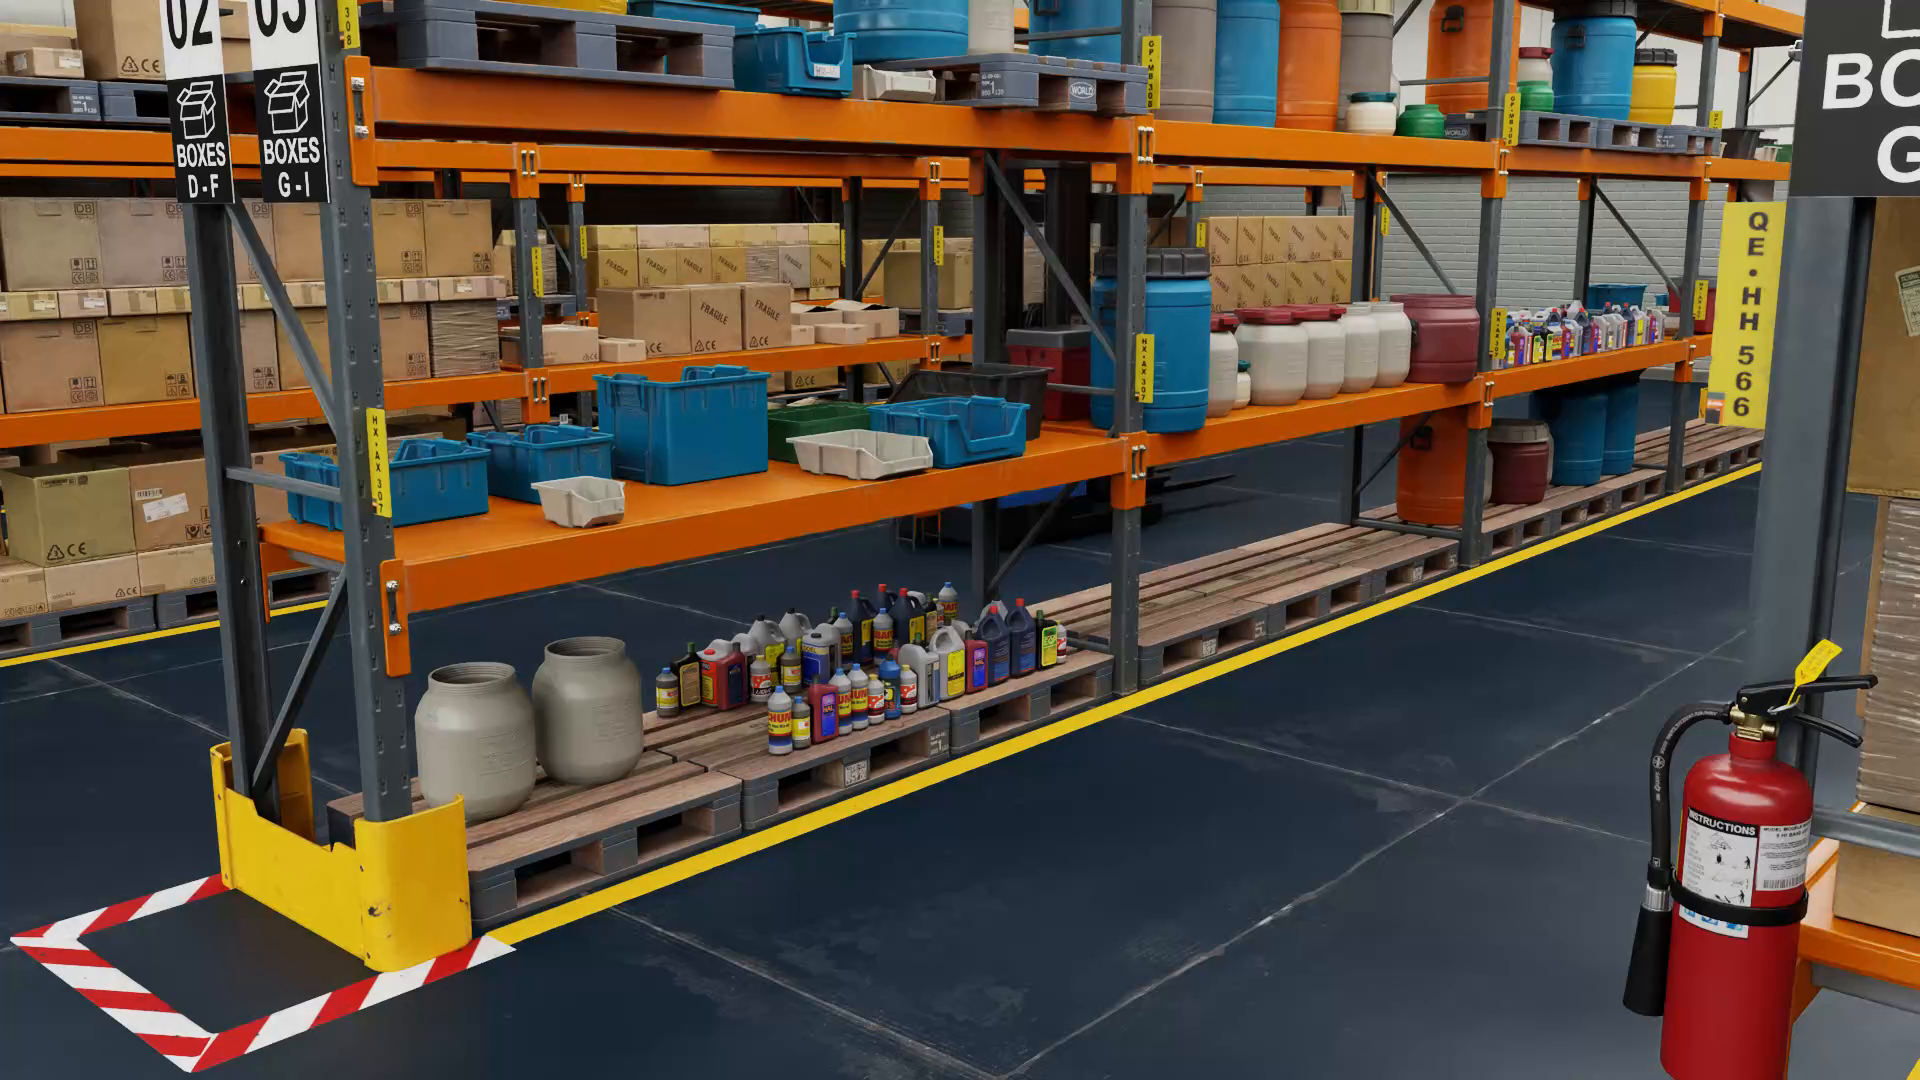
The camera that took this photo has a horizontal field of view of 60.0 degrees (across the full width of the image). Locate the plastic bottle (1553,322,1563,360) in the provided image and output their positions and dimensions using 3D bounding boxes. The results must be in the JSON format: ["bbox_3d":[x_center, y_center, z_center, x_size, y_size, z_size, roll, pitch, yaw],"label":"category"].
[{"bbox_3d":[4.353,-1.455,12.166,0.097,0.271,0.097,0,11,0],"label":"plastic bottle"}]

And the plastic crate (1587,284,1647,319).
[{"bbox_3d":[5.810,-2.070,14.802,0.392,0.384,0.575,10,15,40],"label":"plastic crate"}]

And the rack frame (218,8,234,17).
[{"bbox_3d":[-2.163,-3.112,4.815,1.000,3.000,0.127,10,15,40],"label":"rack frame"}]

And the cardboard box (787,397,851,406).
[{"bbox_3d":[-1.167,-1.081,14.482,0.500,0.311,0.500,10,15,42],"label":"cardboard box"}]

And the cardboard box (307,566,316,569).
[{"bbox_3d":[-4.040,-0.013,10.564,0.500,0.250,0.500,10,15,40],"label":"cardboard box"}]

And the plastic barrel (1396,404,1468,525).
[{"bbox_3d":[3.428,-0.563,11.838,0.600,0.830,0.708,10,15,40],"label":"plastic barrel"}]

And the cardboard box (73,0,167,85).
[{"bbox_3d":[-4.580,-2.814,9.300,0.500,0.500,0.500,10,15,40],"label":"cardboard box"}]

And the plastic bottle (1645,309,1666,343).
[{"bbox_3d":[5.741,-1.775,13.755,0.152,0.276,0.135,10,15,40],"label":"plastic bottle"}]

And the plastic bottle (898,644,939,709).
[{"bbox_3d":[-0.182,0.593,7.415,0.152,0.276,0.135,10,15,41],"label":"plastic bottle"}]

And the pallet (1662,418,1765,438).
[{"bbox_3d":[7.825,-1.040,16.879,1.003,0.211,1.213,10,15,40],"label":"pallet"}]

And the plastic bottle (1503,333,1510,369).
[{"bbox_3d":[3.743,-1.319,11.485,0.097,0.271,0.097,0,11,0],"label":"plastic bottle"}]

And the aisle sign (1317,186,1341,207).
[{"bbox_3d":[4.505,-4.488,20.383,0.394,0.787,0.004,10,15,40],"label":"aisle sign"}]

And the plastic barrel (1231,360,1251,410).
[{"bbox_3d":[1.466,-0.865,9.238,0.301,0.262,0.301,0,11,0],"label":"plastic barrel"}]

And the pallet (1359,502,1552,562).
[{"bbox_3d":[3.607,-0.101,12.176,1.003,0.211,1.213,10,15,40],"label":"pallet"}]

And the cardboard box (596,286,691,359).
[{"bbox_3d":[-2.374,-1.637,12.492,0.500,0.500,0.500,-11,16,-43],"label":"cardboard box"}]

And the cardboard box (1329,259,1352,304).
[{"bbox_3d":[4.249,-3.036,19.497,0.500,0.500,0.500,10,15,41],"label":"cardboard box"}]

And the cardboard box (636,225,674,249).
[{"bbox_3d":[-3.477,-3.313,18.158,0.500,0.250,0.500,9,15,40],"label":"cardboard box"}]

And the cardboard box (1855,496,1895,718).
[{"bbox_3d":[2.181,0.109,2.991,0.875,0.500,0.500,10,15,40],"label":"cardboard box"}]

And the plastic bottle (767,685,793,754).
[{"bbox_3d":[-0.732,0.726,6.760,0.097,0.271,0.097,0,11,0],"label":"plastic bottle"}]

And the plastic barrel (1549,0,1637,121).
[{"bbox_3d":[4.746,-3.587,12.502,0.600,0.901,0.708,10,15,40],"label":"plastic barrel"}]

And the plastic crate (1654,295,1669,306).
[{"bbox_3d":[6.921,-2.239,16.039,0.416,0.233,0.300,10,15,40],"label":"plastic crate"}]

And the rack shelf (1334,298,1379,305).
[{"bbox_3d":[3.360,-2.518,18.995,1.077,0.370,4.000,10,15,40],"label":"rack shelf"}]

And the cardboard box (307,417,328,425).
[{"bbox_3d":[-6.188,-1.222,15.930,0.700,0.500,0.500,9,15,39],"label":"cardboard box"}]

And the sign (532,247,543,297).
[{"bbox_3d":[-2.823,-1.791,11.107,0.100,0.325,0.005,10,15,40],"label":"sign"}]

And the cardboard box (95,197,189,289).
[{"bbox_3d":[-4.854,-1.723,9.612,0.700,0.500,0.500,10,15,41],"label":"cardboard box"}]

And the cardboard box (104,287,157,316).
[{"bbox_3d":[-4.781,-1.360,9.450,0.380,0.149,0.250,9,14,38],"label":"cardboard box"}]

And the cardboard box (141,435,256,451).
[{"bbox_3d":[-4.771,-0.376,10.468,0.500,0.500,0.500,10,15,40],"label":"cardboard box"}]

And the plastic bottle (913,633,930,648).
[{"bbox_3d":[-0.165,0.556,7.579,0.061,0.283,0.133,10,15,40],"label":"plastic bottle"}]

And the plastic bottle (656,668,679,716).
[{"bbox_3d":[-1.280,0.660,7.270,0.097,0.201,0.097,0,11,0],"label":"plastic bottle"}]

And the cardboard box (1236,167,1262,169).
[{"bbox_3d":[2.880,-4.086,17.736,0.500,0.250,0.500,10,15,40],"label":"cardboard box"}]

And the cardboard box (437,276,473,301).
[{"bbox_3d":[-3.424,-1.662,10.965,0.380,0.149,0.250,9,15,39],"label":"cardboard box"}]

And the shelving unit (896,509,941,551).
[{"bbox_3d":[-0.297,-0.465,11.857,0.252,1.050,0.215,-10,15,-41],"label":"shelving unit"}]

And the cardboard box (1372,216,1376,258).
[{"bbox_3d":[4.593,-3.603,19.784,0.500,0.500,0.500,10,15,40],"label":"cardboard box"}]

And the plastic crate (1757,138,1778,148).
[{"bbox_3d":[7.935,-3.910,16.804,0.497,0.269,0.590,10,15,40],"label":"plastic crate"}]

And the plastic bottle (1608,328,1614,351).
[{"bbox_3d":[5.022,-1.570,12.919,0.097,0.201,0.097,0,11,0],"label":"plastic bottle"}]

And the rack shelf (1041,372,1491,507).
[{"bbox_3d":[1.797,-0.700,9.893,1.077,0.370,4.000,10,15,40],"label":"rack shelf"}]

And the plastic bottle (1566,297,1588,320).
[{"bbox_3d":[5.256,-1.895,14.168,0.144,0.351,0.185,10,15,40],"label":"plastic bottle"}]

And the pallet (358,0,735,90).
[{"bbox_3d":[-1.544,-1.657,5.673,1.003,0.211,1.213,10,15,40],"label":"pallet"}]

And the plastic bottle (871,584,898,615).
[{"bbox_3d":[-0.367,0.390,8.239,0.144,0.351,0.185,10,15,42],"label":"plastic bottle"}]

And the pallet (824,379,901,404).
[{"bbox_3d":[-1.123,-1.950,21.438,1.003,0.211,1.213,10,15,40],"label":"pallet"}]

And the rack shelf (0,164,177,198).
[{"bbox_3d":[-8.285,-2.863,13.065,1.077,0.370,4.000,10,15,40],"label":"rack shelf"}]

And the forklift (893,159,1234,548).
[{"bbox_3d":[0.928,-1.603,12.754,3.031,2.935,1.130,-10,15,-41],"label":"forklift"}]

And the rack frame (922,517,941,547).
[{"bbox_3d":[-0.207,-0.481,11.938,0.008,1.050,0.200,-10,15,-41],"label":"rack frame"}]

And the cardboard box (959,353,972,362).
[{"bbox_3d":[-0.092,-2.521,22.485,0.700,0.500,0.500,9,14,39],"label":"cardboard box"}]

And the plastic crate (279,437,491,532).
[{"bbox_3d":[-2.058,-0.209,5.979,0.499,0.251,0.616,10,15,40],"label":"plastic crate"}]

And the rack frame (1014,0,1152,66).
[{"bbox_3d":[0.477,-3.700,7.761,1.000,3.000,0.127,10,15,40],"label":"rack frame"}]

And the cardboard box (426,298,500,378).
[{"bbox_3d":[-3.529,-1.382,11.217,0.700,0.500,0.500,9,15,39],"label":"cardboard box"}]

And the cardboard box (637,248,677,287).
[{"bbox_3d":[-3.459,-2.947,18.240,0.500,0.500,0.500,10,15,42],"label":"cardboard box"}]

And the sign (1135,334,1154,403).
[{"bbox_3d":[0.883,-0.821,7.958,0.100,0.325,0.005,10,15,40],"label":"sign"}]

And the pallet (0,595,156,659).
[{"bbox_3d":[-5.408,0.439,9.475,1.003,0.211,1.213,10,15,40],"label":"pallet"}]

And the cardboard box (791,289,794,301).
[{"bbox_3d":[-2.178,-2.897,19.650,0.380,0.149,0.250,10,15,40],"label":"cardboard box"}]

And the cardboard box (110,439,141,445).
[{"bbox_3d":[-7.295,-0.783,14.583,0.380,0.166,0.250,7,14,33],"label":"cardboard box"}]

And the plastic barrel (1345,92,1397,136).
[{"bbox_3d":[2.453,-2.533,9.927,0.301,0.262,0.301,0,11,0],"label":"plastic barrel"}]

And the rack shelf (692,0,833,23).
[{"bbox_3d":[-1.921,-4.086,12.553,1.077,0.370,4.000,10,15,40],"label":"rack shelf"}]
